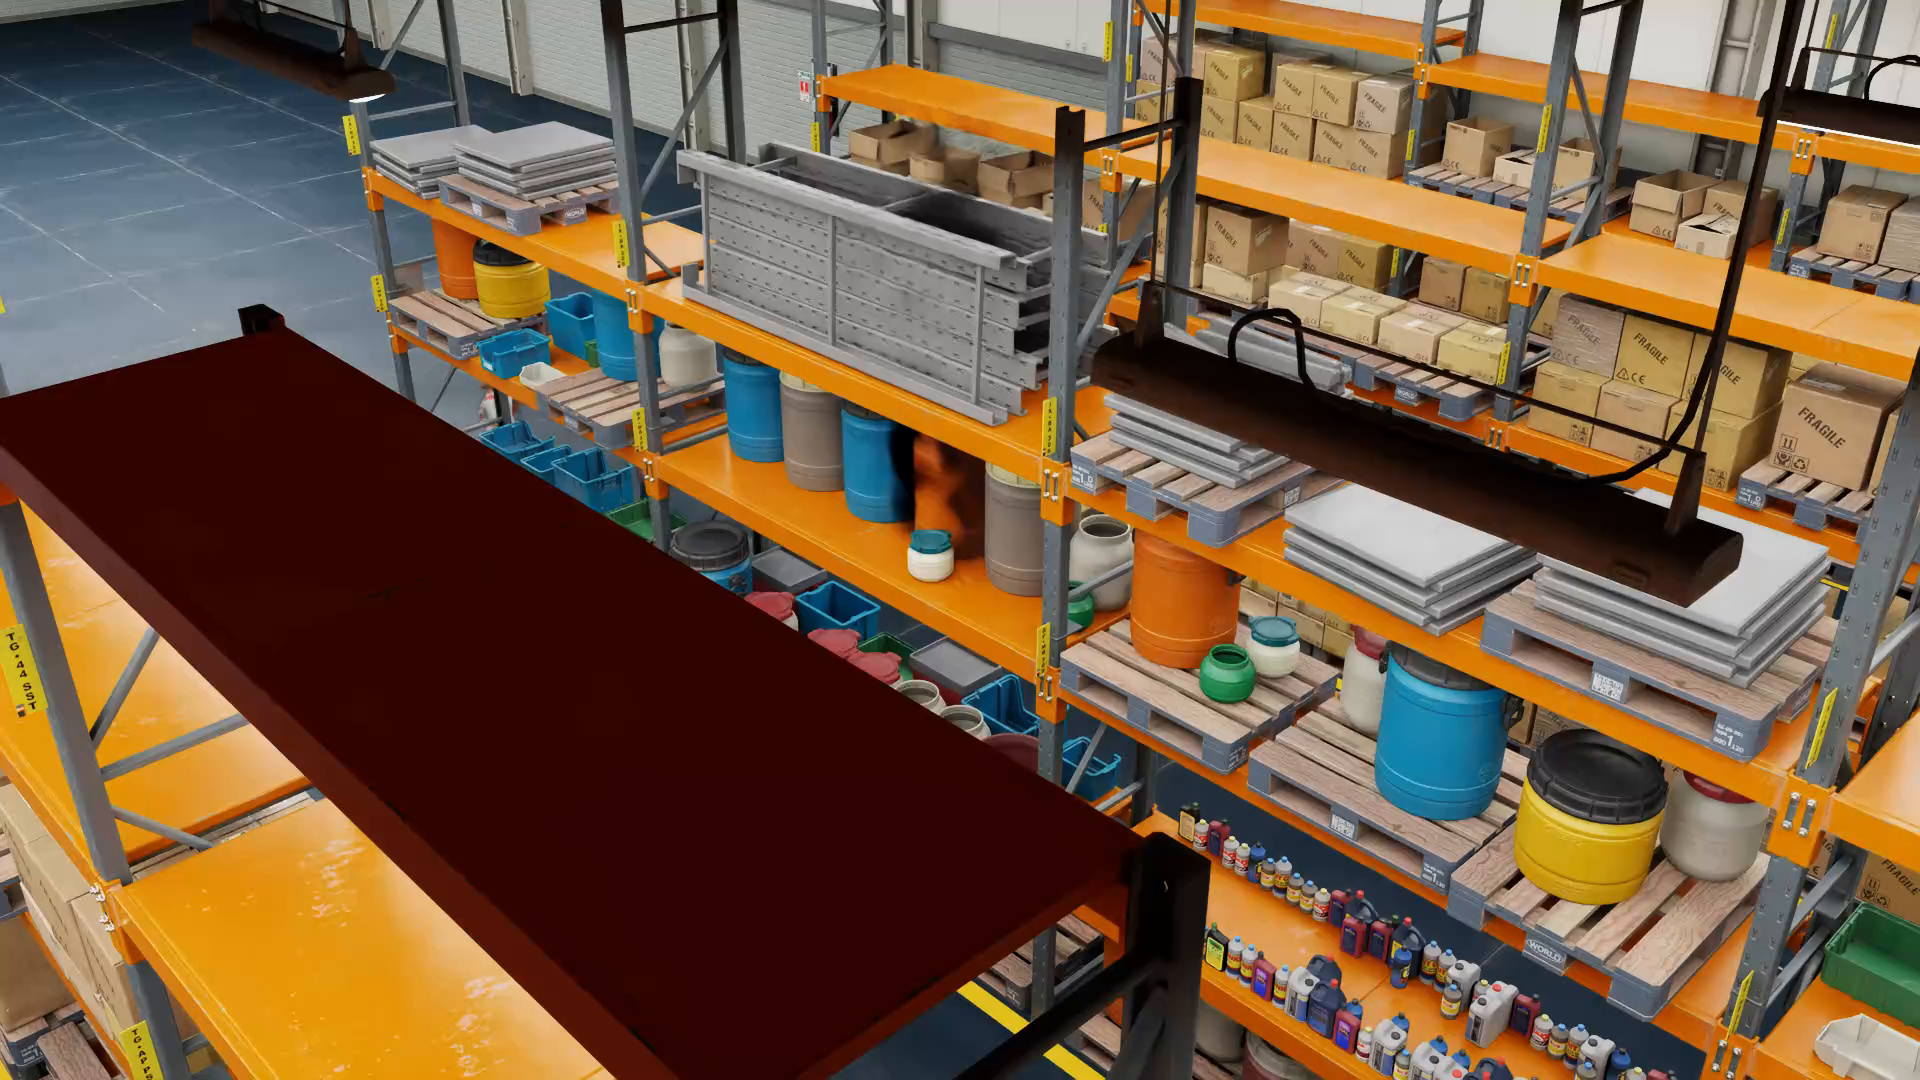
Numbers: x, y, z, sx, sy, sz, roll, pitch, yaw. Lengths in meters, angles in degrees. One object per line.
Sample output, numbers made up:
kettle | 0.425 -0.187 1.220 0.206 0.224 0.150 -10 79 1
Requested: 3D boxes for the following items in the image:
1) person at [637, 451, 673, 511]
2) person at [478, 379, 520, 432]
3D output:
person | -2.976 -0.683 16.519 0.570 1.560 0.553 25 37 38
person | -4.672 -1.013 16.933 0.701 1.716 0.696 2 28 4
